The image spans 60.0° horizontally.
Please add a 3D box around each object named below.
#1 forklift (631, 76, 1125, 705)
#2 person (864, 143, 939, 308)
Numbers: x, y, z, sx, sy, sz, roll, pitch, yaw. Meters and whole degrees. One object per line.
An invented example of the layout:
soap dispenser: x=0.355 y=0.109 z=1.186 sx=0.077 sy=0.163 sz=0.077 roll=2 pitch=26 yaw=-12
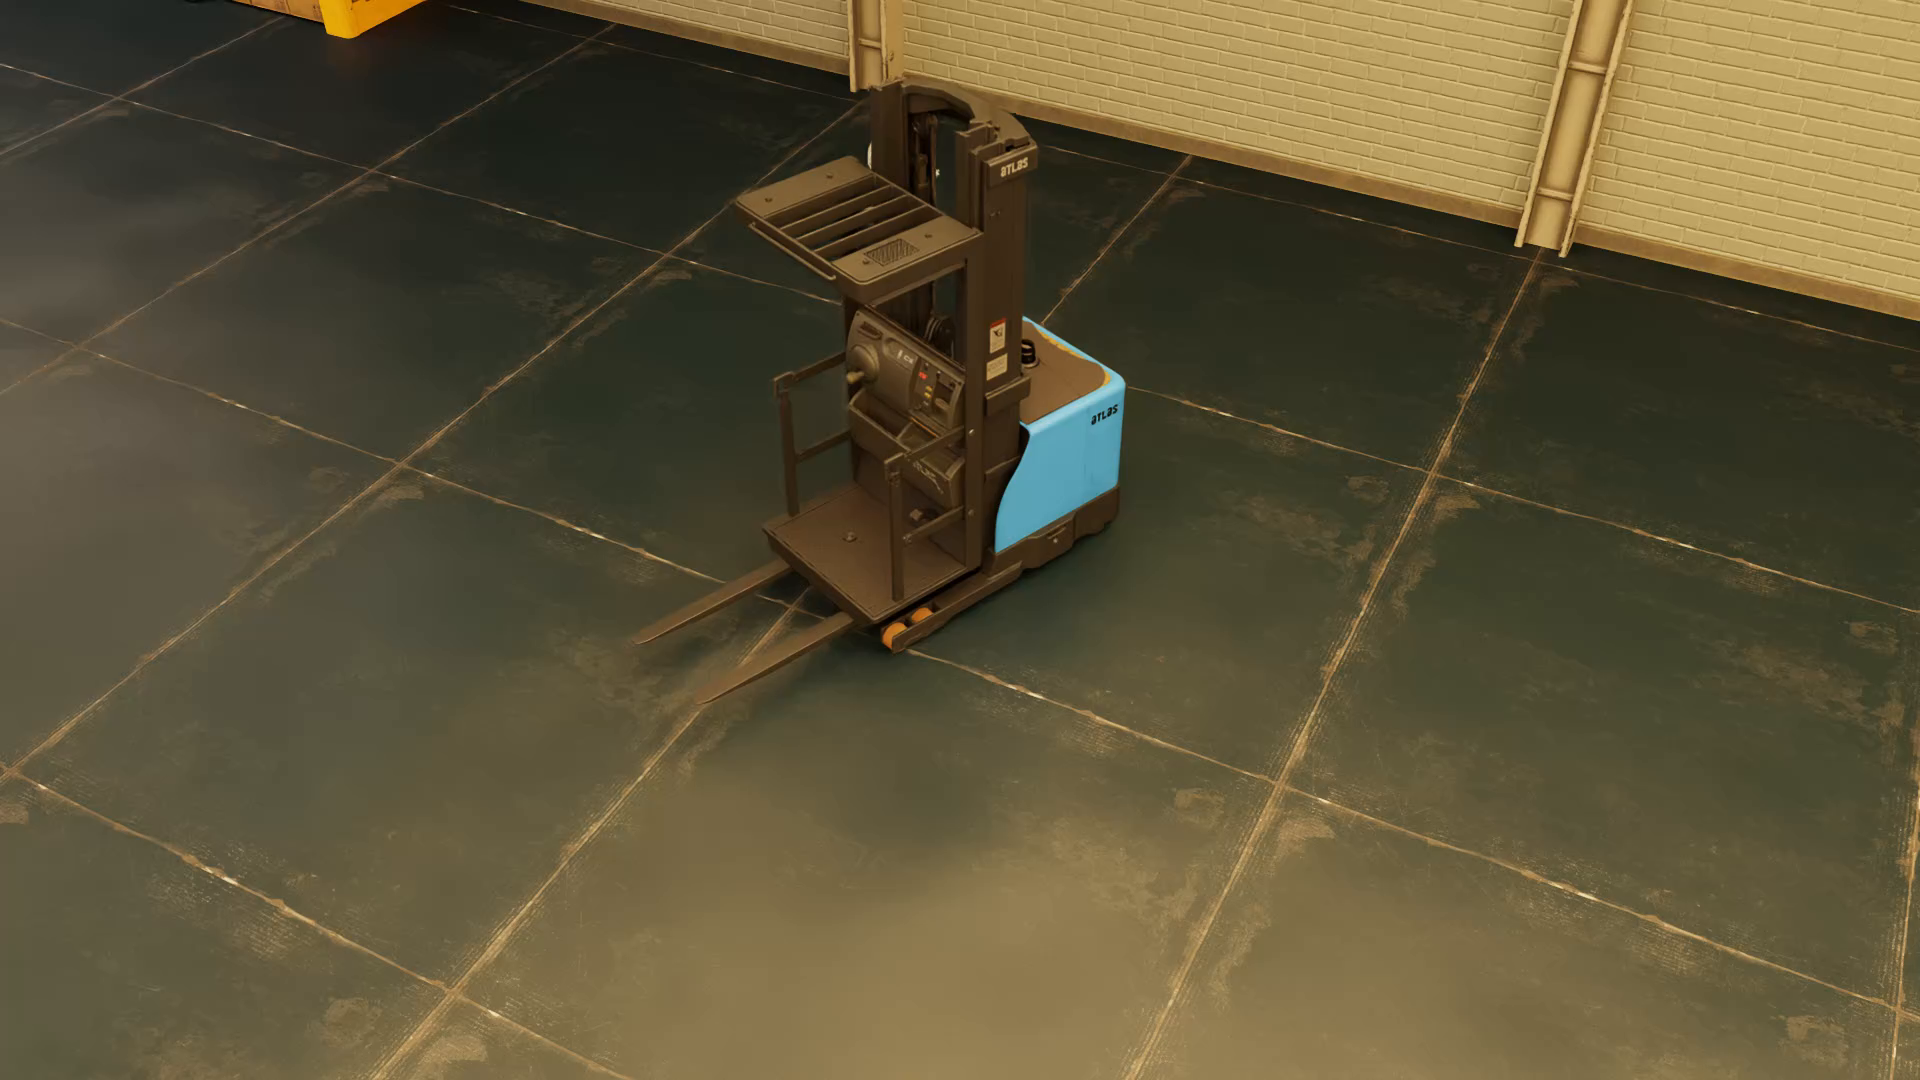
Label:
forklift: x=-0.465 y=-0.867 z=9.016 sx=3.031 sy=2.935 sz=1.130 roll=-29 pitch=48 yaw=-30
person: x=-0.359 y=-2.377 z=11.907 sx=0.742 sy=1.563 sz=0.767 roll=30 pitch=49 yaw=31
